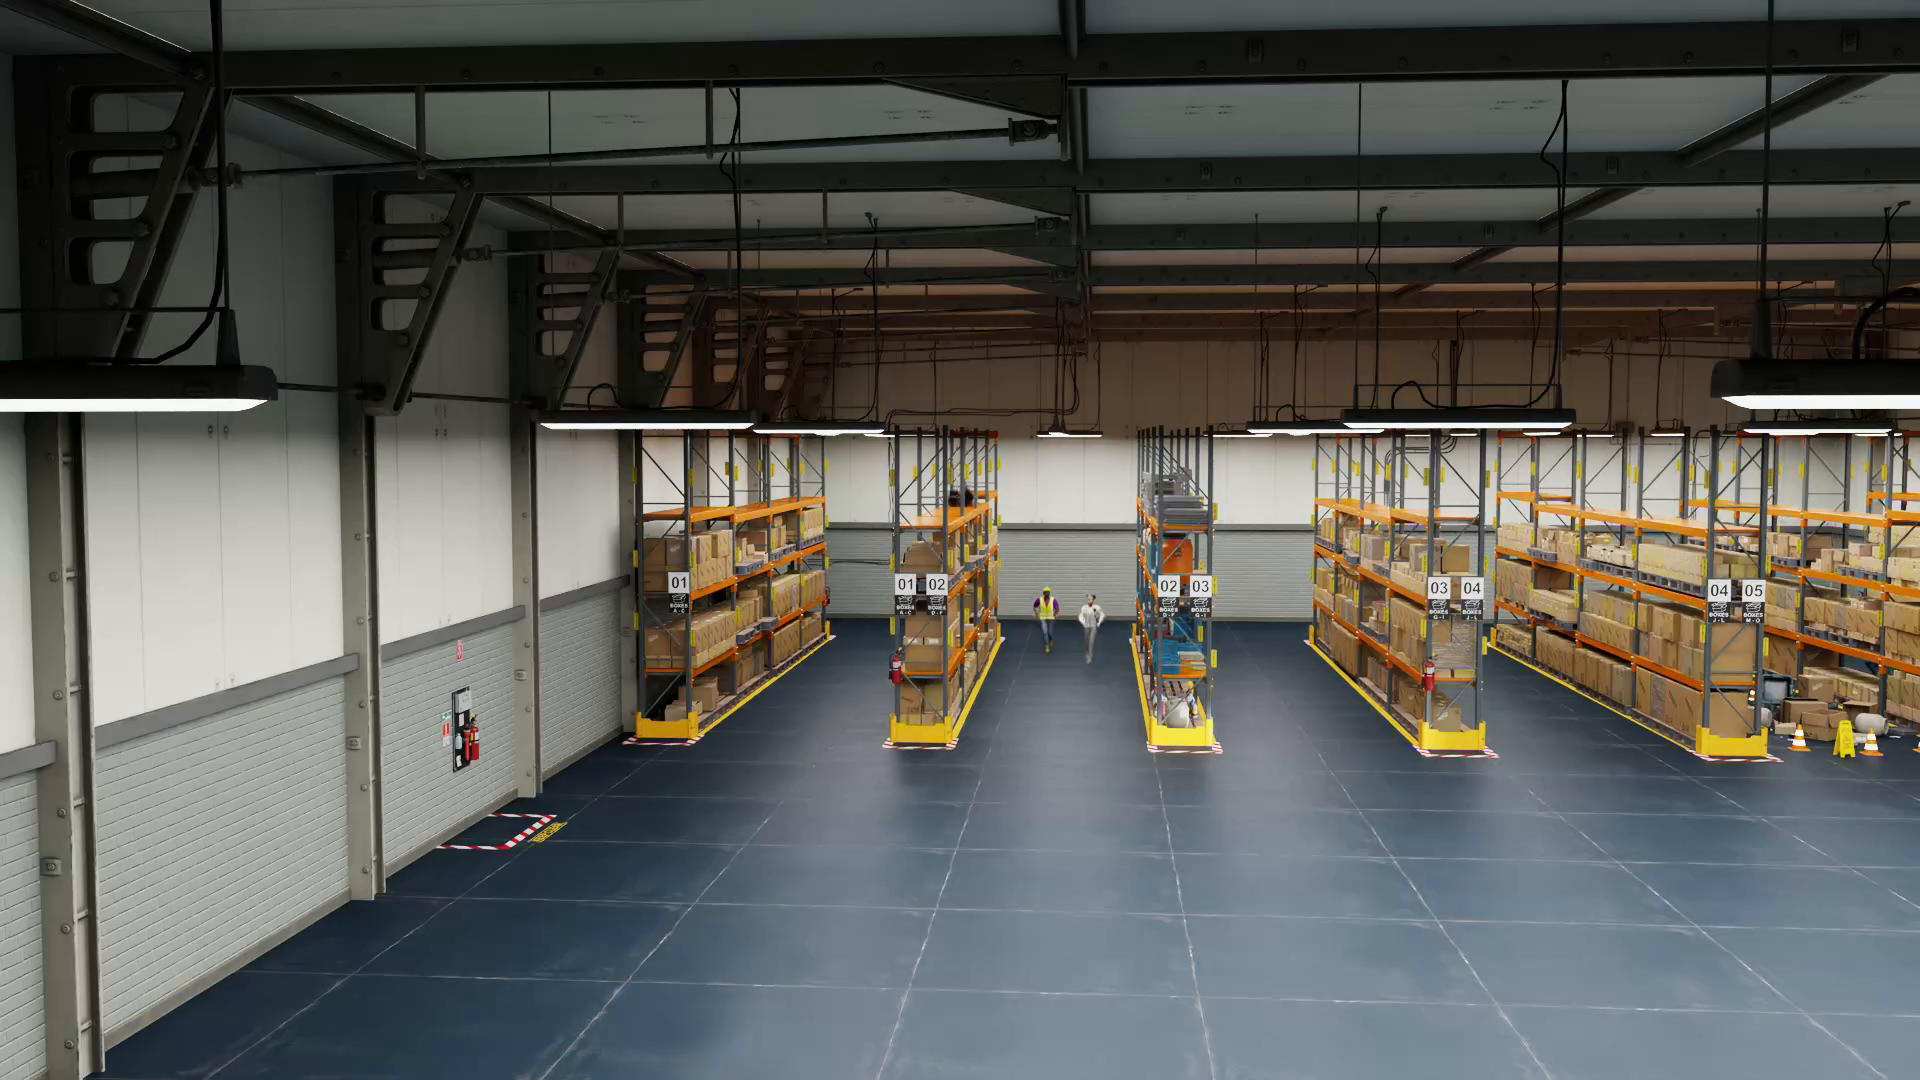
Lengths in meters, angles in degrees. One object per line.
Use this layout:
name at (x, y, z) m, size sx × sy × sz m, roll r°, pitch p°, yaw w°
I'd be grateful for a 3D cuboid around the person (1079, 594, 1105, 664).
person at (3.229, 2.158, 40.872) m, size 0.624 × 1.687 × 0.720 m, roll 1°, pitch 4°, yaw 14°

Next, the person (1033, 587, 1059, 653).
person at (2.332, 2.154, 45.057) m, size 0.705 × 1.761 × 0.851 m, roll 0°, pitch 3°, yaw -1°

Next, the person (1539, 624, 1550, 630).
person at (16.601, 2.097, 47.053) m, size 0.636 × 1.600 × 0.682 m, roll -1°, pitch 4°, yaw -15°

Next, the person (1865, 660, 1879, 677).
person at (21.432, 2.605, 38.912) m, size 0.528 × 1.554 × 0.549 m, roll 0°, pitch 3°, yaw 0°
